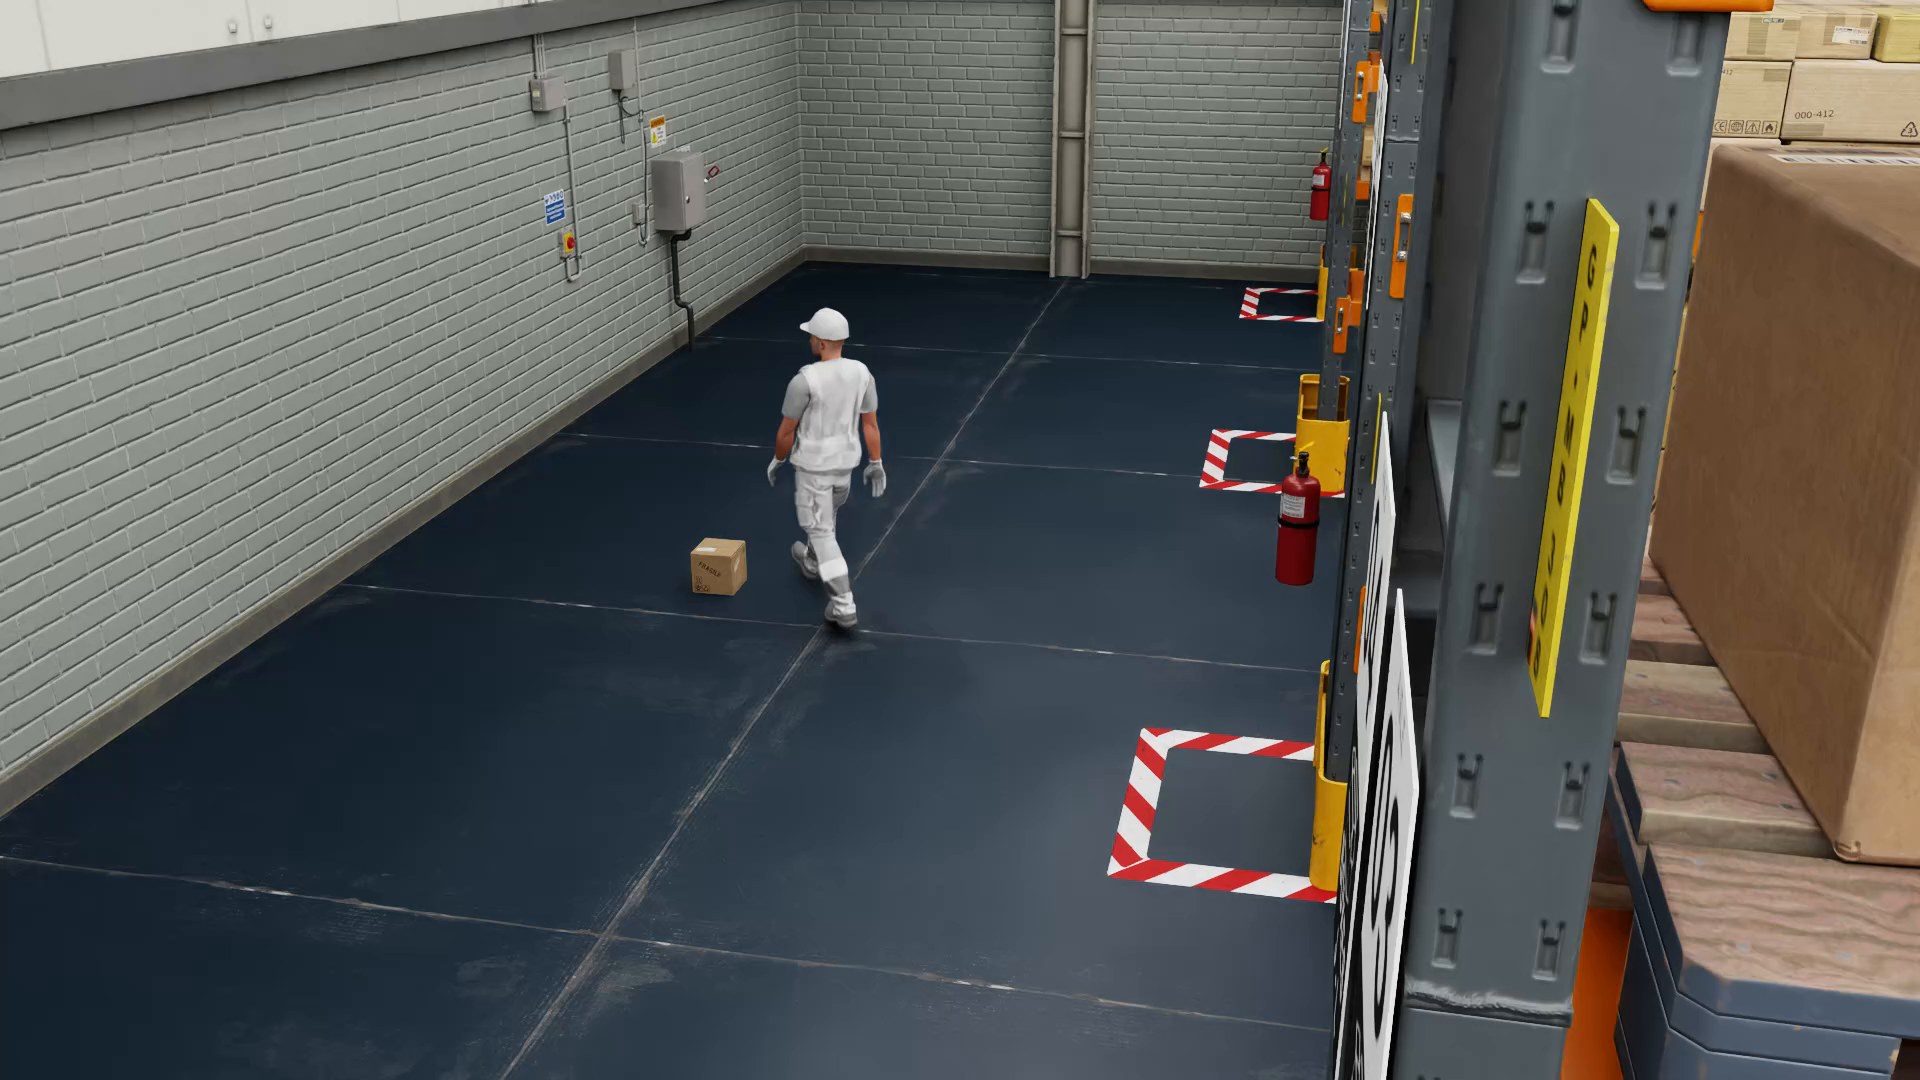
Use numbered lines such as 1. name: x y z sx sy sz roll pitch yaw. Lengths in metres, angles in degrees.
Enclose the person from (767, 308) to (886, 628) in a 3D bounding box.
1. person: -0.799 -0.462 9.280 0.575 1.726 1.066 -15 26 -34
